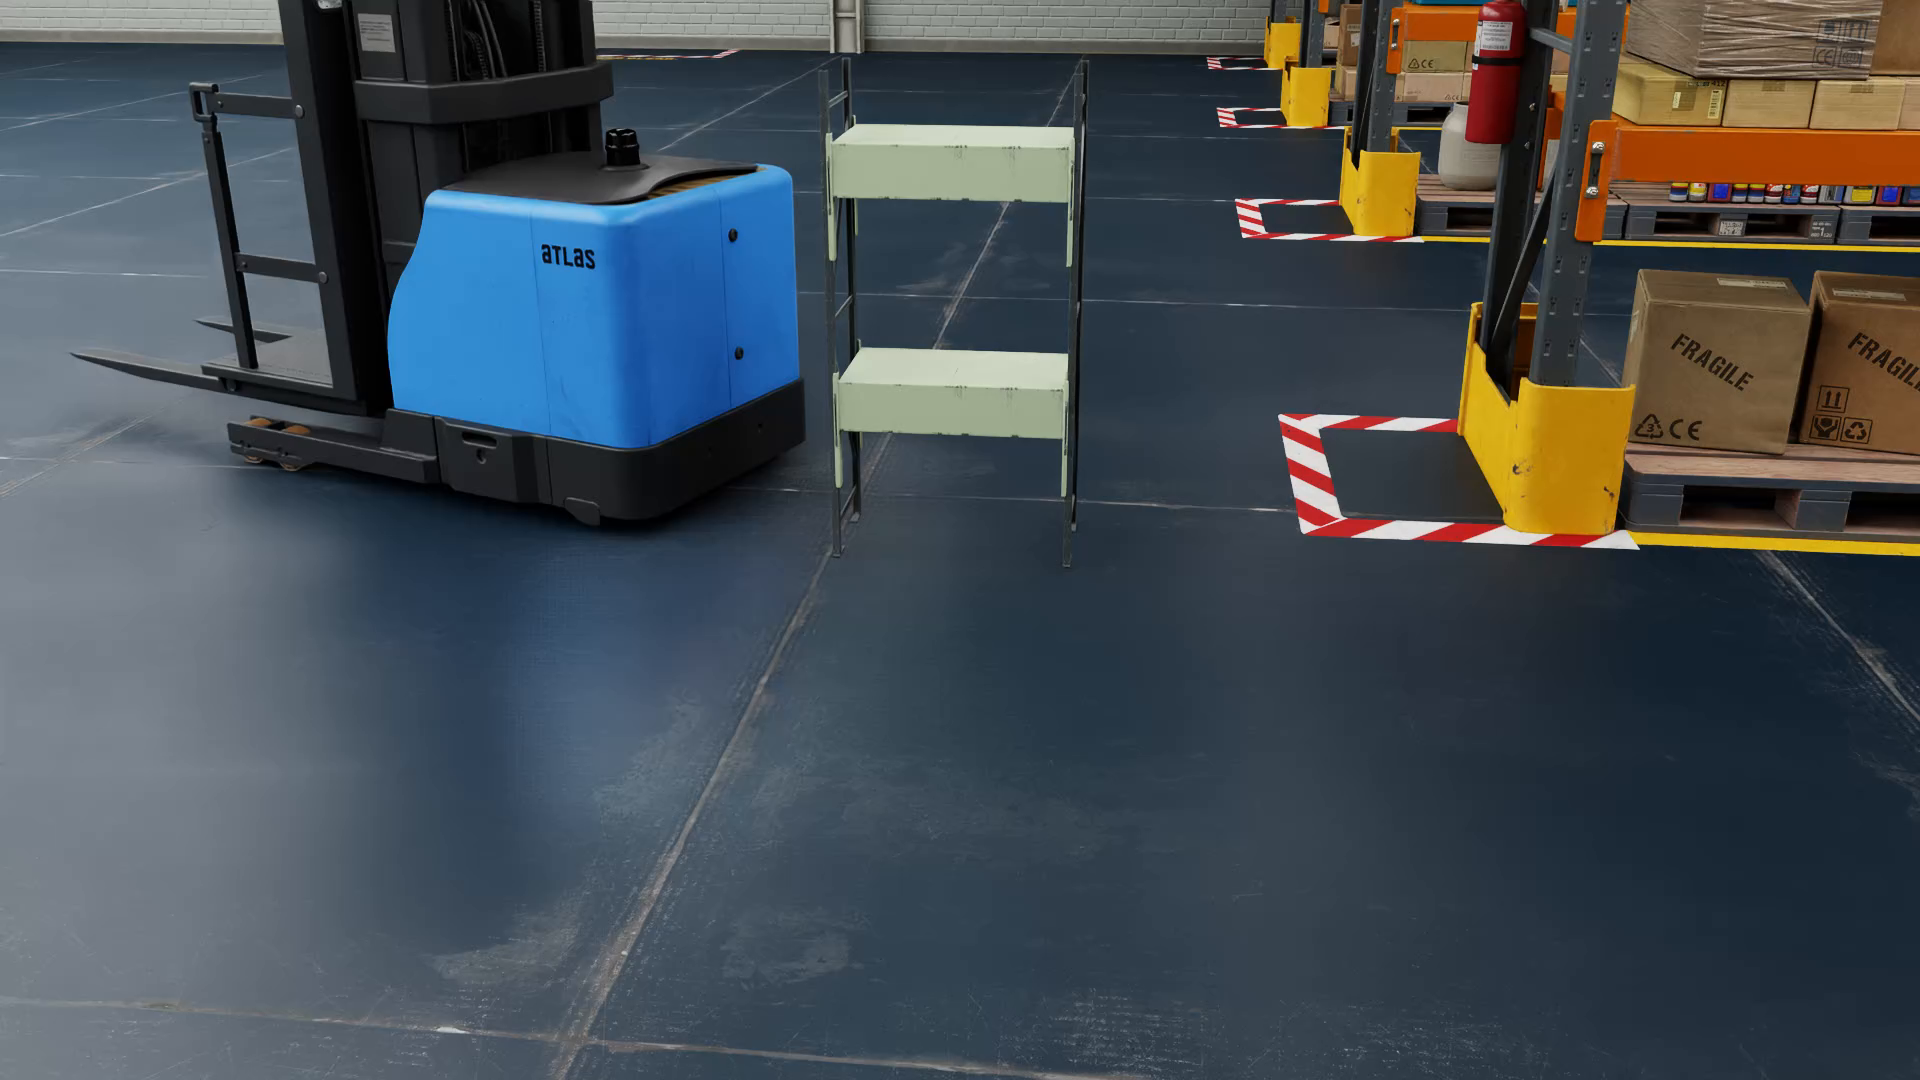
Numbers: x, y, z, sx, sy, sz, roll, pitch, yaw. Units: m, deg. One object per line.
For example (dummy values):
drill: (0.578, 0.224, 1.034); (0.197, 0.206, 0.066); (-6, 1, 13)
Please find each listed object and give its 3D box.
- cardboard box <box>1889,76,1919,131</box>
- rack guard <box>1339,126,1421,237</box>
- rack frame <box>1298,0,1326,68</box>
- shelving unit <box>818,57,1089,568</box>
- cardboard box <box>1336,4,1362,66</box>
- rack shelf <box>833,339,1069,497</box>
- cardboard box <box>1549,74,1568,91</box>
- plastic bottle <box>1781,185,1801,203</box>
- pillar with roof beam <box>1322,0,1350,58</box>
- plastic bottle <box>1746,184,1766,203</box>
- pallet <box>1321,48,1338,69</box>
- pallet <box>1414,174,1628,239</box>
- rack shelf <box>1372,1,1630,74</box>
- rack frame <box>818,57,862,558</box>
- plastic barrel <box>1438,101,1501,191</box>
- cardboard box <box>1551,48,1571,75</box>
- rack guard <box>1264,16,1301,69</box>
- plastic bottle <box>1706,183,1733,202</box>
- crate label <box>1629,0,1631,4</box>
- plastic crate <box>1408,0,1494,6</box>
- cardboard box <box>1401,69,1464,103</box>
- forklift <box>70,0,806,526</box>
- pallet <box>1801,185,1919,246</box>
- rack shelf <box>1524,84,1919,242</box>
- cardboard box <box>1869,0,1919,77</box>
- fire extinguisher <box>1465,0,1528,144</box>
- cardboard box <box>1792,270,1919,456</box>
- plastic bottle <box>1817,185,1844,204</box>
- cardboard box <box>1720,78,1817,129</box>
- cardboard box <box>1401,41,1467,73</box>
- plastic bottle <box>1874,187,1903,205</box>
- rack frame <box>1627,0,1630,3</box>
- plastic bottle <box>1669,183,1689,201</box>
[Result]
cardboard box: (2.984, -1.376, 5.181); (0.250, 0.149, 0.380); (2, 22, 6)
rack guard: (2.649, -2.289, 10.550); (0.348, 0.500, 1.175); (2, 22, 6)
rack frame: (3.155, -5.246, 14.629); (0.127, 3.000, 1.000); (2, 22, 6)
shelving unit: (-0.007, -0.698, 5.165); (0.755, 1.500, 0.431); (2, 22, 6)
cardboard box: (3.723, -4.597, 15.136); (0.500, 0.500, 0.500); (2, 22, 6)
rack shelf: (-0.007, -0.395, 5.285); (0.720, 0.370, 0.431); (2, 22, 6)
cardboard box: (5.151, -3.993, 14.628); (0.500, 0.250, 0.500); (2, 22, 6)
plastic bottle: (4.973, -2.153, 9.919); (0.097, 0.271, 0.097); (0, 22, 0)
pillar with roof beam: (4.025, -8.558, 14.848); (0.400, 9.000, 9.100); (2, 22, 6)
plastic bottle: (4.772, -2.162, 9.941); (0.097, 0.271, 0.097); (0, 22, 0)
pallet: (4.612, -5.707, 19.587); (1.213, 0.211, 1.003); (2, 22, 6)
pallet: (3.456, -2.118, 10.509); (1.213, 0.211, 1.003); (2, 22, 6)
rack shelf: (4.554, -3.017, 9.968); (4.000, 0.370, 1.077); (2, 22, 6)
rack frame: (-0.370, -0.714, 5.205); (0.023, 1.500, 0.400); (2, 22, 6)
plastic barrel: (3.231, -2.475, 10.434); (0.421, 0.512, 0.421); (0, 22, 0)
cardboard box: (5.151, -4.341, 14.489); (0.500, 0.500, 0.500); (2, 22, 6)
rack guard: (3.810, -5.889, 19.655); (0.348, 0.500, 1.175); (2, 22, 6)
plastic bottle: (4.555, -2.170, 9.946); (0.133, 0.283, 0.061); (3, 22, 7)
crate label: (4.428, -3.473, 10.097); (0.616, 0.435, 0.502); (2, 22, 6)
plastic crate: (3.101, -3.456, 10.304); (0.616, 0.251, 0.499); (2, 22, 6)
cardboard box: (4.158, -4.038, 14.742); (0.500, 0.250, 0.500); (2, 22, 6)
forklift: (-2.123, -1.772, 5.936); (3.031, 2.935, 1.130); (11, 24, 25)
pallet: (5.879, -2.012, 10.242); (1.213, 0.211, 1.003); (2, 22, 6)
rack shelf: (3.972, -1.208, 5.394); (4.000, 0.370, 1.077); (2, 22, 6)
cardboard box: (3.039, -1.802, 5.378); (0.500, 0.500, 0.875); (2, 22, 6)
fire extinguisher: (1.926, -1.766, 5.933); (0.183, 0.674, 0.296); (2, 22, 6)
cardboard box: (3.201, -0.616, 5.746); (0.500, 0.500, 0.500); (8, 23, 20)
plastic bottle: (5.195, -2.156, 9.919); (0.135, 0.276, 0.152); (3, 22, 7)
cardboard box: (2.486, -1.395, 5.231); (0.250, 0.149, 0.380); (2, 22, 6)
cardboard box: (4.158, -4.386, 14.602); (0.500, 0.500, 0.500); (2, 22, 6)
plastic bottle: (5.510, -2.129, 9.840); (0.133, 0.283, 0.061); (4, 22, 10)
rack frame: (7.707, -6.882, 18.766); (0.127, 3.000, 1.000); (2, 22, 6)
plastic bottle: (4.332, -2.181, 9.990); (0.097, 0.271, 0.097); (0, 22, 0)
